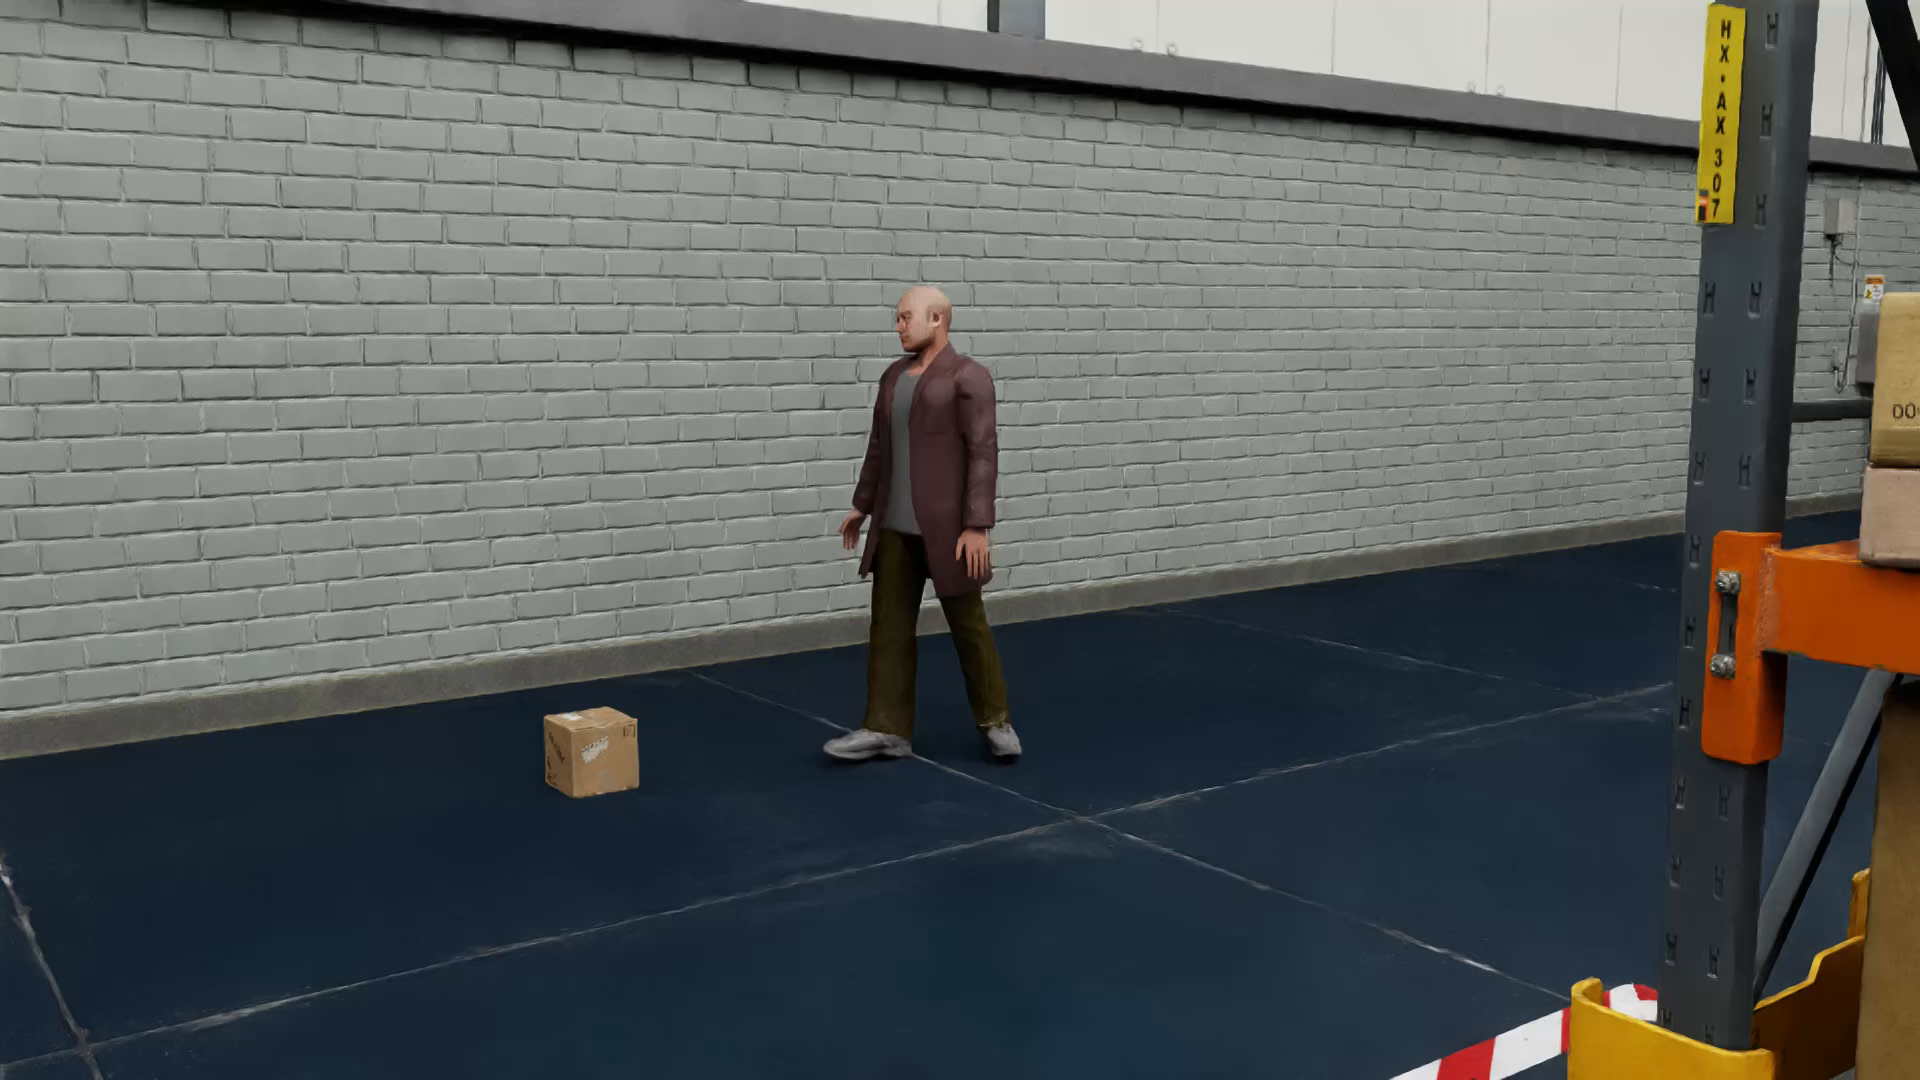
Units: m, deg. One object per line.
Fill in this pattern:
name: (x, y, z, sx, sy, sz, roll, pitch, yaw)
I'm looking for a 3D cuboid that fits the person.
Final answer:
person: (-0.164, -0.059, 6.248, 0.791, 1.774, 0.697, 6, 10, 39)
